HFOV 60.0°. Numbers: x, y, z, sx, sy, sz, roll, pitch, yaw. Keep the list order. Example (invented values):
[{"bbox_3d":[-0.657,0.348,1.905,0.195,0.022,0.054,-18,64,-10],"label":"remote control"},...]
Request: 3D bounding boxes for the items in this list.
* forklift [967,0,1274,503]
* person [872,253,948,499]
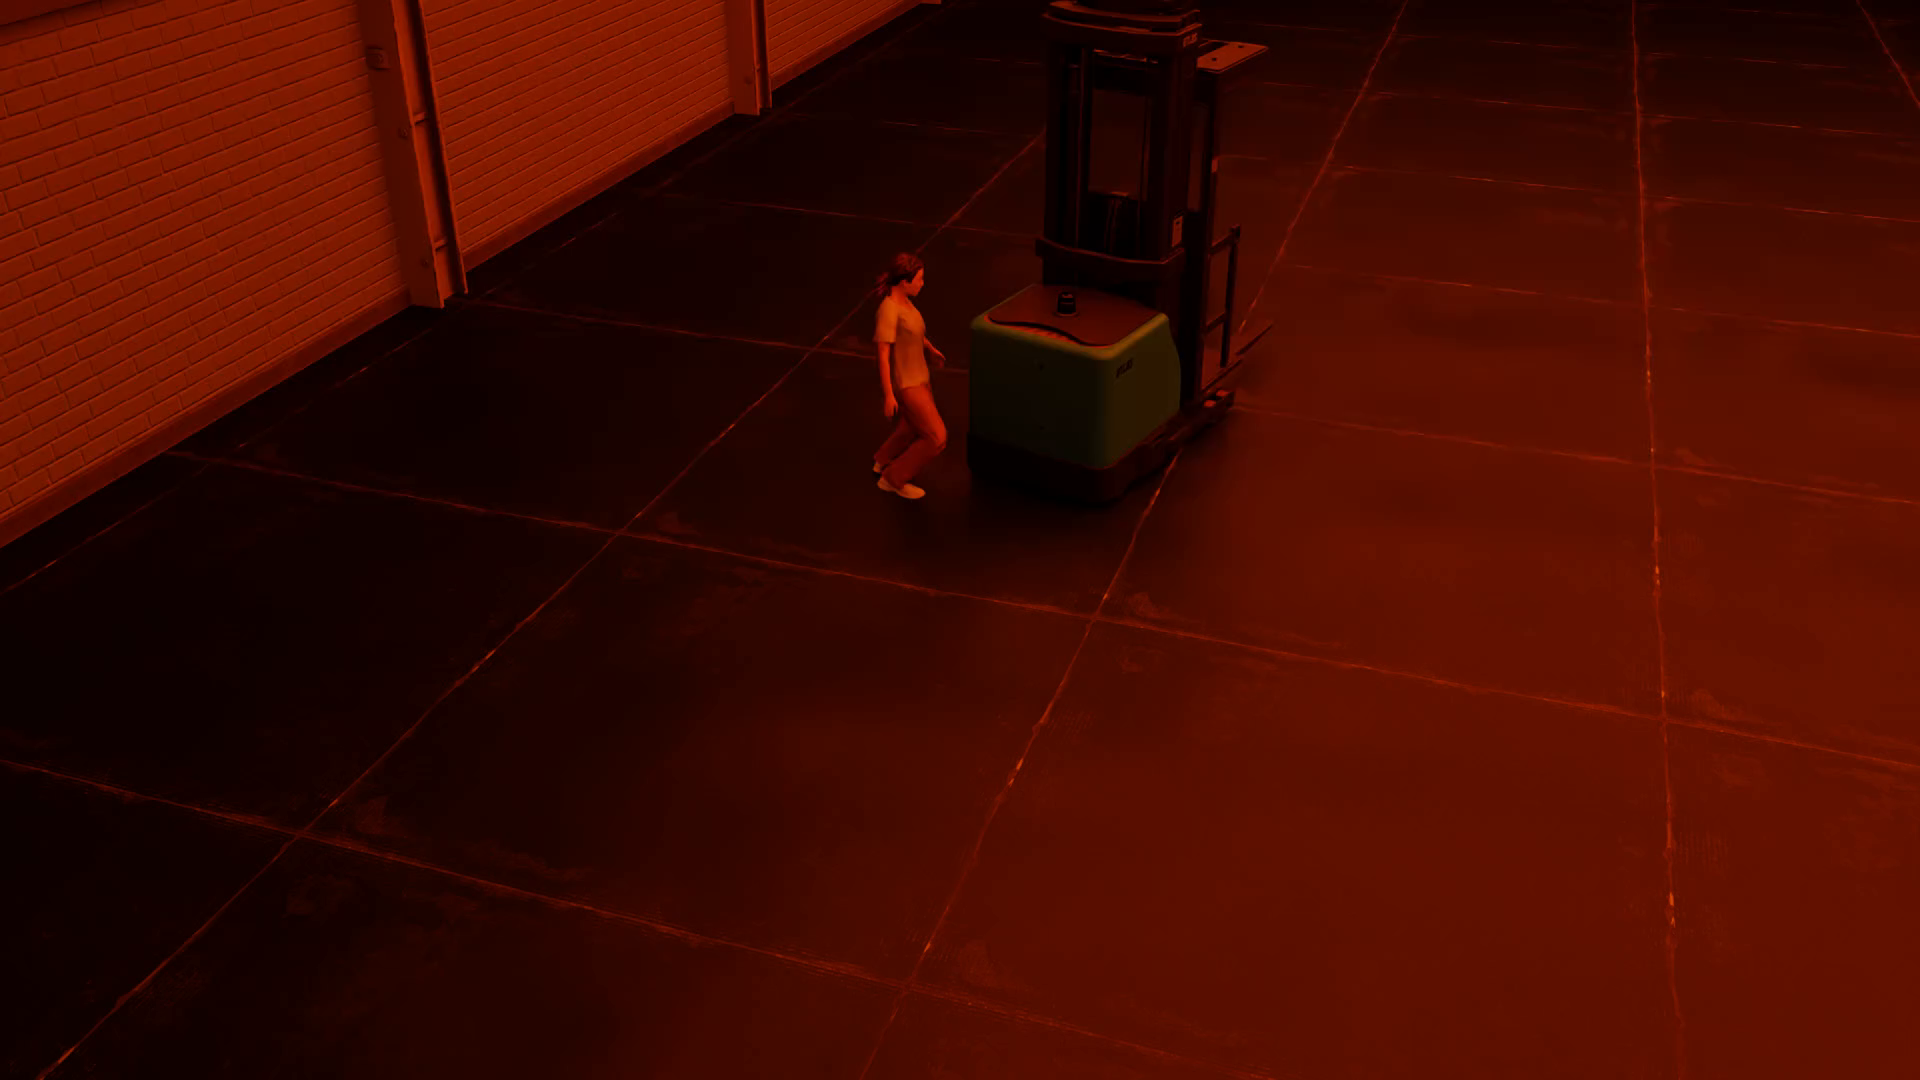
[{"bbox_3d":[1.265,-2.189,10.977,1.130,2.935,3.031,18,34,28],"label":"forklift"},{"bbox_3d":[-0.315,-1.003,10.298,0.586,1.573,0.848,6,30,10],"label":"person"}]
